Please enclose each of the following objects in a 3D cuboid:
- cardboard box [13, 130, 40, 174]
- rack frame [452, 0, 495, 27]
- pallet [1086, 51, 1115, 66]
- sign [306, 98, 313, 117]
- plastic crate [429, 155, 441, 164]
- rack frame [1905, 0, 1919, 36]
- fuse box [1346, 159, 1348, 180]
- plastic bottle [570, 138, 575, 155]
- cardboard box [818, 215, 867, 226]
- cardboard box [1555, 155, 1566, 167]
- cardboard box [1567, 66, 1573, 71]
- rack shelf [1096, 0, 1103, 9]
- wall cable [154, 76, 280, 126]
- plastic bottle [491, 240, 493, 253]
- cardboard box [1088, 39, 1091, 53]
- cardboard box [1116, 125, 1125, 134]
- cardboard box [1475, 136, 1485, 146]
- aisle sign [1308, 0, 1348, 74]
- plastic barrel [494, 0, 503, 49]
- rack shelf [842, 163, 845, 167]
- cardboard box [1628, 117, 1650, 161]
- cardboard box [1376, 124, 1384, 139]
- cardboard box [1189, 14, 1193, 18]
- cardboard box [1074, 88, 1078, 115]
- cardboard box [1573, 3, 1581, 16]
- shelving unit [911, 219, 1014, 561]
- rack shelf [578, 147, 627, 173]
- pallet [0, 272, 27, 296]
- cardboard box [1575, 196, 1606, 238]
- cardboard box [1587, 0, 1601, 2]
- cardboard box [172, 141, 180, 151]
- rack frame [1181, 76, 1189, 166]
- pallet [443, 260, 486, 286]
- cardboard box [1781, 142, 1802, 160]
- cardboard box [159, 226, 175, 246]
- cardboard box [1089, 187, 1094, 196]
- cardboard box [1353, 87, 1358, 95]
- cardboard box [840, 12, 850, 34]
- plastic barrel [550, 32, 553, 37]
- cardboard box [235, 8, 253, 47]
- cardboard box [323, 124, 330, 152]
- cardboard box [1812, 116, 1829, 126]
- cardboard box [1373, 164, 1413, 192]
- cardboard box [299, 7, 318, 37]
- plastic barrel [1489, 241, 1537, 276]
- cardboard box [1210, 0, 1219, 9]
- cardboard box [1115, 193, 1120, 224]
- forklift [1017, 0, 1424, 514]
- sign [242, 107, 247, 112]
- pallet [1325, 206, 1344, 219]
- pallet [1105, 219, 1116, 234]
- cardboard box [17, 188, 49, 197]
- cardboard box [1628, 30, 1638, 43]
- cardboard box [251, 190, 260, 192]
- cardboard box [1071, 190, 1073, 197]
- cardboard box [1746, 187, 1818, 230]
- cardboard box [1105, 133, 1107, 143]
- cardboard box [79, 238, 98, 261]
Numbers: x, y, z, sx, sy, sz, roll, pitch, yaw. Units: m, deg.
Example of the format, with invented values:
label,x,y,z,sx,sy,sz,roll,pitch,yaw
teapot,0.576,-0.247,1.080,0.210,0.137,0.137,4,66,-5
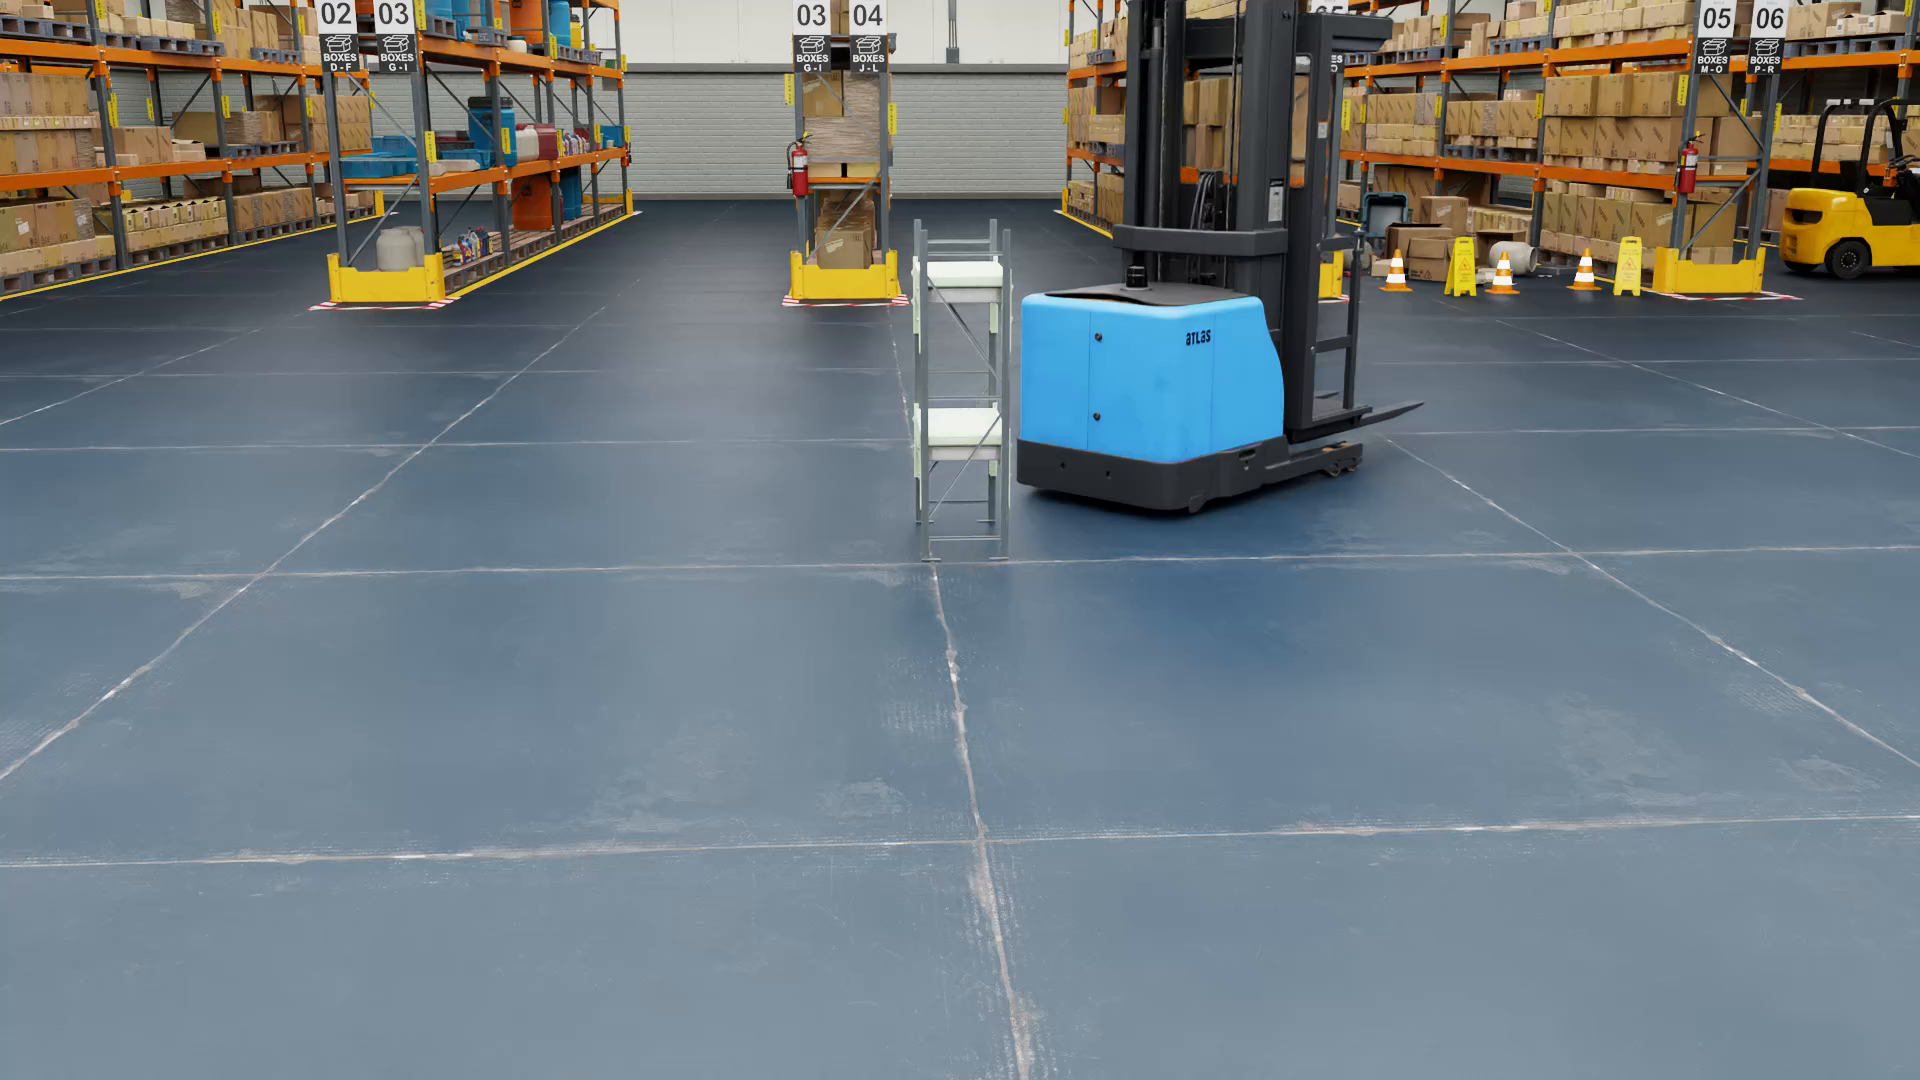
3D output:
label,x,y,z,sx,sy,sz,roll,pitch,yaw
cardboard box,-11.285,-4.547,19.478,0.700,0.500,0.500,0,14,-2
rack frame,-6.474,-7.973,20.955,1.000,3.000,0.127,-1,14,-3
pallet,2.862,-8.392,28.979,1.213,0.211,1.003,-1,14,-3
sign,-11.360,-7.552,29.034,0.100,0.325,0.005,-1,14,-3
plastic crate,-6.672,-4.623,20.400,0.450,0.188,0.662,-1,14,-3
rack frame,13.314,-8.280,22.148,1.000,3.000,0.127,-1,14,-3
fuse box,9.350,-9.056,39.788,0.539,1.711,0.414,-1,14,-3
plastic bottle,-6.546,-6.597,27.894,0.152,0.276,0.135,-1,14,-3
cardboard box,-1.503,-3.894,21.316,0.500,0.500,0.500,4,15,14
cardboard box,8.127,-5.030,22.061,0.380,0.149,0.250,0,14,-2
cardboard box,12.312,-9.415,33.082,0.380,0.149,0.250,-1,14,-2
rack shelf,3.054,-9.051,27.391,1.077,0.370,4.000,-1,14,-3
wall cable,-17.099,-10.713,37.835,3.097,2.526,0.112,-1,14,-3
plastic bottle,-6.141,-3.840,21.664,0.097,0.201,0.097,0,14,0
cardboard box,2.627,-9.048,30.449,0.500,0.250,0.500,-1,15,-6
cardboard box,2.693,-6.532,26.458,0.380,0.149,0.250,-1,14,-2
cardboard box,7.991,-6.023,25.076,0.380,0.149,0.250,0,14,0
aisle sign,3.978,-5.447,17.959,0.394,0.787,0.004,-1,14,-3
plastic barrel,-6.847,-7.353,23.702,0.600,0.830,0.708,-1,14,-3
rack shelf,-1.655,-5.293,24.022,1.077,0.370,4.000,-1,14,-3
cardboard box,8.273,-4.750,19.671,0.500,0.500,0.500,-1,14,-3
cardboard box,7.671,-7.213,29.339,0.500,0.250,0.500,-1,14,-3
cardboard box,3.127,-6.618,21.170,0.380,0.149,0.250,-1,14,-3
cardboard box,2.493,-8.486,32.183,0.500,0.500,0.500,-1,14,-5
cardboard box,8.107,-6.801,21.323,0.380,0.149,0.250,-1,14,-5
shelving unit,0.000,-0.725,7.833,0.431,1.500,0.755,-1,14,-3
rack shelf,-7.094,-7.206,31.458,1.077,0.370,4.000,-1,14,-3
pallet,-11.260,-2.836,18.626,1.003,0.211,1.213,-1,14,-3
cardboard box,8.203,-4.119,21.186,0.500,0.500,0.500,0,14,-1
cardboard box,8.683,-7.398,23.194,0.500,0.250,0.500,-1,14,-5
cardboard box,-11.804,-5.718,24.410,0.500,0.311,0.500,-1,14,-4
rack frame,3.426,-5.195,22.199,1.000,3.000,0.127,-1,14,-3
pallet,-6.395,-3.245,20.216,1.003,0.211,1.213,-1,14,-3
cardboard box,12.915,-5.929,25.353,0.500,0.250,0.500,-1,14,-5
cardboard box,-11.261,-4.224,23.098,0.500,0.250,0.500,-1,14,-5
cardboard box,2.593,-6.443,30.734,0.380,0.149,0.250,-1,14,-3
cardboard box,7.581,-8.397,31.134,0.380,0.149,0.250,-1,14,-4
cardboard box,-1.055,-5.653,18.259,0.500,0.250,0.500,0,14,-2
plastic barrel,-6.558,-7.910,26.200,0.294,0.245,0.294,0,14,0
cardboard box,-11.871,-8.276,26.910,0.600,0.600,0.600,-1,15,-6
cardboard box,-11.708,-7.288,30.133,0.500,0.500,0.500,-1,14,-2
cardboard box,12.869,-6.201,24.604,0.380,0.149,0.250,-1,14,-5
cardboard box,7.983,-6.308,29.945,0.875,0.875,0.875,0,14,-2
cardboard box,-11.872,-9.214,29.590,0.700,0.500,0.500,-1,14,-3
plastic barrel,6.969,-3.545,20.954,0.512,0.421,0.421,10,18,35
cardboard box,3.273,-6.469,19.789,0.500,0.250,0.500,-1,14,-3
cardboard box,2.848,-5.472,27.447,0.500,0.500,0.500,0,14,-1
forklift,1.671,-1.854,9.348,1.130,2.935,3.031,13,19,41
sign,-12.455,-7.391,28.994,0.100,0.325,0.005,-1,14,-3
pallet,7.817,-6.431,32.596,1.003,0.211,1.213,-1,14,-3
pallet,3.059,-5.337,28.345,1.003,0.211,1.213,-1,14,-3
cardboard box,-16.802,-6.085,29.829,0.700,0.500,0.500,-1,14,-3
cardboard box,8.255,-6.037,19.953,0.380,0.149,0.250,-1,14,-5
cardboard box,-12.059,-5.603,27.918,0.500,0.500,0.500,-1,14,-3
cardboard box,2.419,-6.943,33.274,0.380,0.149,0.250,-1,14,-4
cardboard box,13.091,-5.267,26.402,0.875,0.625,0.625,0,14,-2
cardboard box,2.615,-6.707,27.734,0.380,0.149,0.250,0,14,-2
cardboard box,-11.150,-3.627,20.780,0.500,0.250,0.500,-1,14,-3
